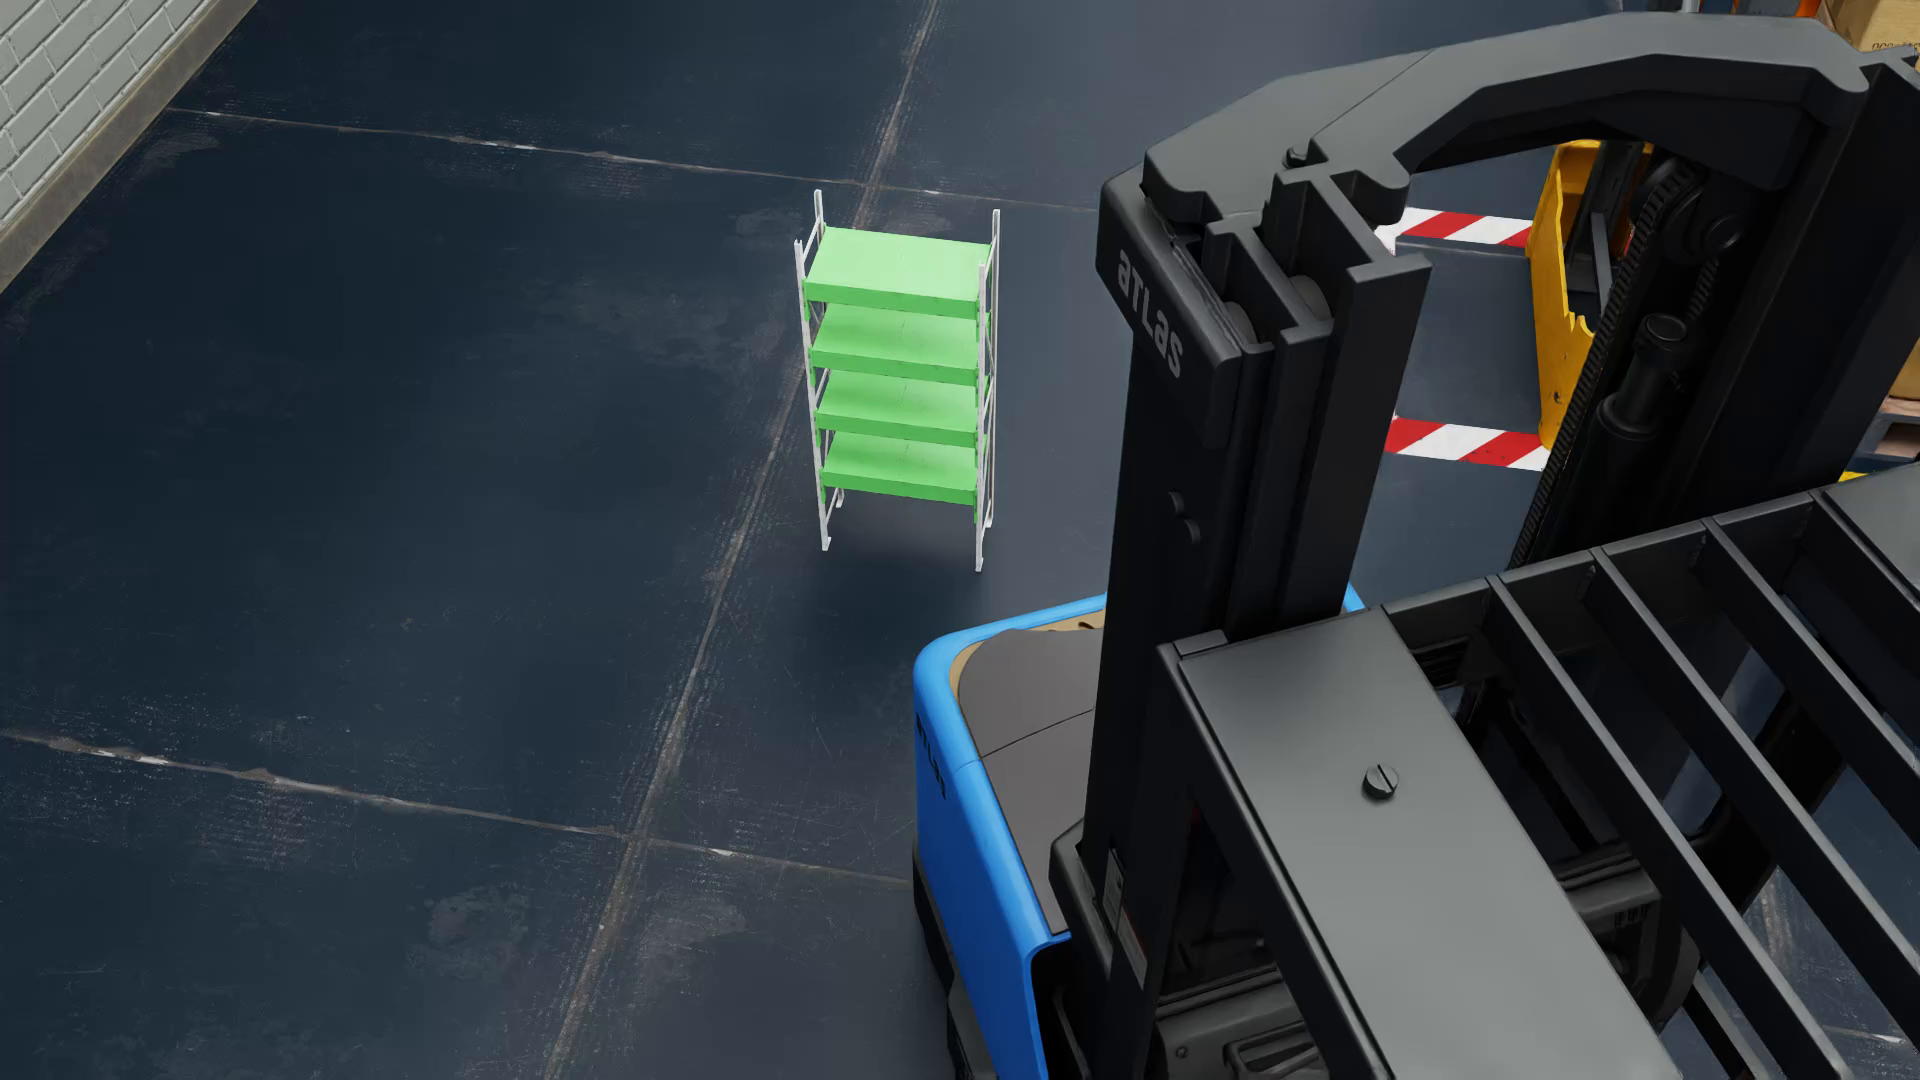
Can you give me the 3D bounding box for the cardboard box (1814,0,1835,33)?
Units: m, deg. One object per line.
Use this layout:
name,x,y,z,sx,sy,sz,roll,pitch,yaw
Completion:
cardboard box,2.511,-1.322,4.590,0.250,0.149,0.380,8,49,7

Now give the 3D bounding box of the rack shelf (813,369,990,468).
rack shelf,-0.163,-0.380,4.871,0.480,0.148,0.258,8,49,7

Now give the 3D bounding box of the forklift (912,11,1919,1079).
forklift,0.822,0.892,2.478,1.130,2.935,3.031,-14,49,-12

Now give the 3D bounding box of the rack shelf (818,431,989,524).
rack shelf,-0.163,-0.220,5.049,0.480,0.148,0.258,8,49,7

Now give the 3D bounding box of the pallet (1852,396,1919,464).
pallet,3.021,-0.714,5.749,1.213,0.211,1.003,8,49,7

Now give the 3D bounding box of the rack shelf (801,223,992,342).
rack shelf,-0.163,-0.701,4.514,0.480,0.148,0.258,8,49,7

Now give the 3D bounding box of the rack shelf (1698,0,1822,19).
rack shelf,4.189,-1.189,4.786,4.000,0.370,1.077,8,49,7

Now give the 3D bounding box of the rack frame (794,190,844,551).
rack frame,-0.403,-0.455,4.852,0.015,1.200,0.240,8,49,7

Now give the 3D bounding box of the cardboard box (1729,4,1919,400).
cardboard box,2.865,-1.098,5.366,0.875,0.875,0.875,8,49,7

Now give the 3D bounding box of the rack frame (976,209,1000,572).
rack frame,0.077,-0.391,4.794,0.015,1.200,0.240,8,49,7

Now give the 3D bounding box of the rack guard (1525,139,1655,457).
rack guard,2.197,-0.862,5.688,0.348,0.500,1.175,8,49,7

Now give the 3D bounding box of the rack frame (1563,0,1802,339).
rack frame,2.221,-1.694,4.756,0.127,3.000,1.000,8,49,7

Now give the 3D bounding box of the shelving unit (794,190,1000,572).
shelving unit,-0.163,-0.423,4.823,0.503,1.200,0.258,8,49,7

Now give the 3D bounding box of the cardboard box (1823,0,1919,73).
cardboard box,2.645,-1.482,4.466,0.500,0.250,0.500,7,48,6

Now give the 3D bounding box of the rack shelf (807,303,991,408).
rack shelf,-0.163,-0.541,4.692,0.480,0.148,0.258,8,49,7
